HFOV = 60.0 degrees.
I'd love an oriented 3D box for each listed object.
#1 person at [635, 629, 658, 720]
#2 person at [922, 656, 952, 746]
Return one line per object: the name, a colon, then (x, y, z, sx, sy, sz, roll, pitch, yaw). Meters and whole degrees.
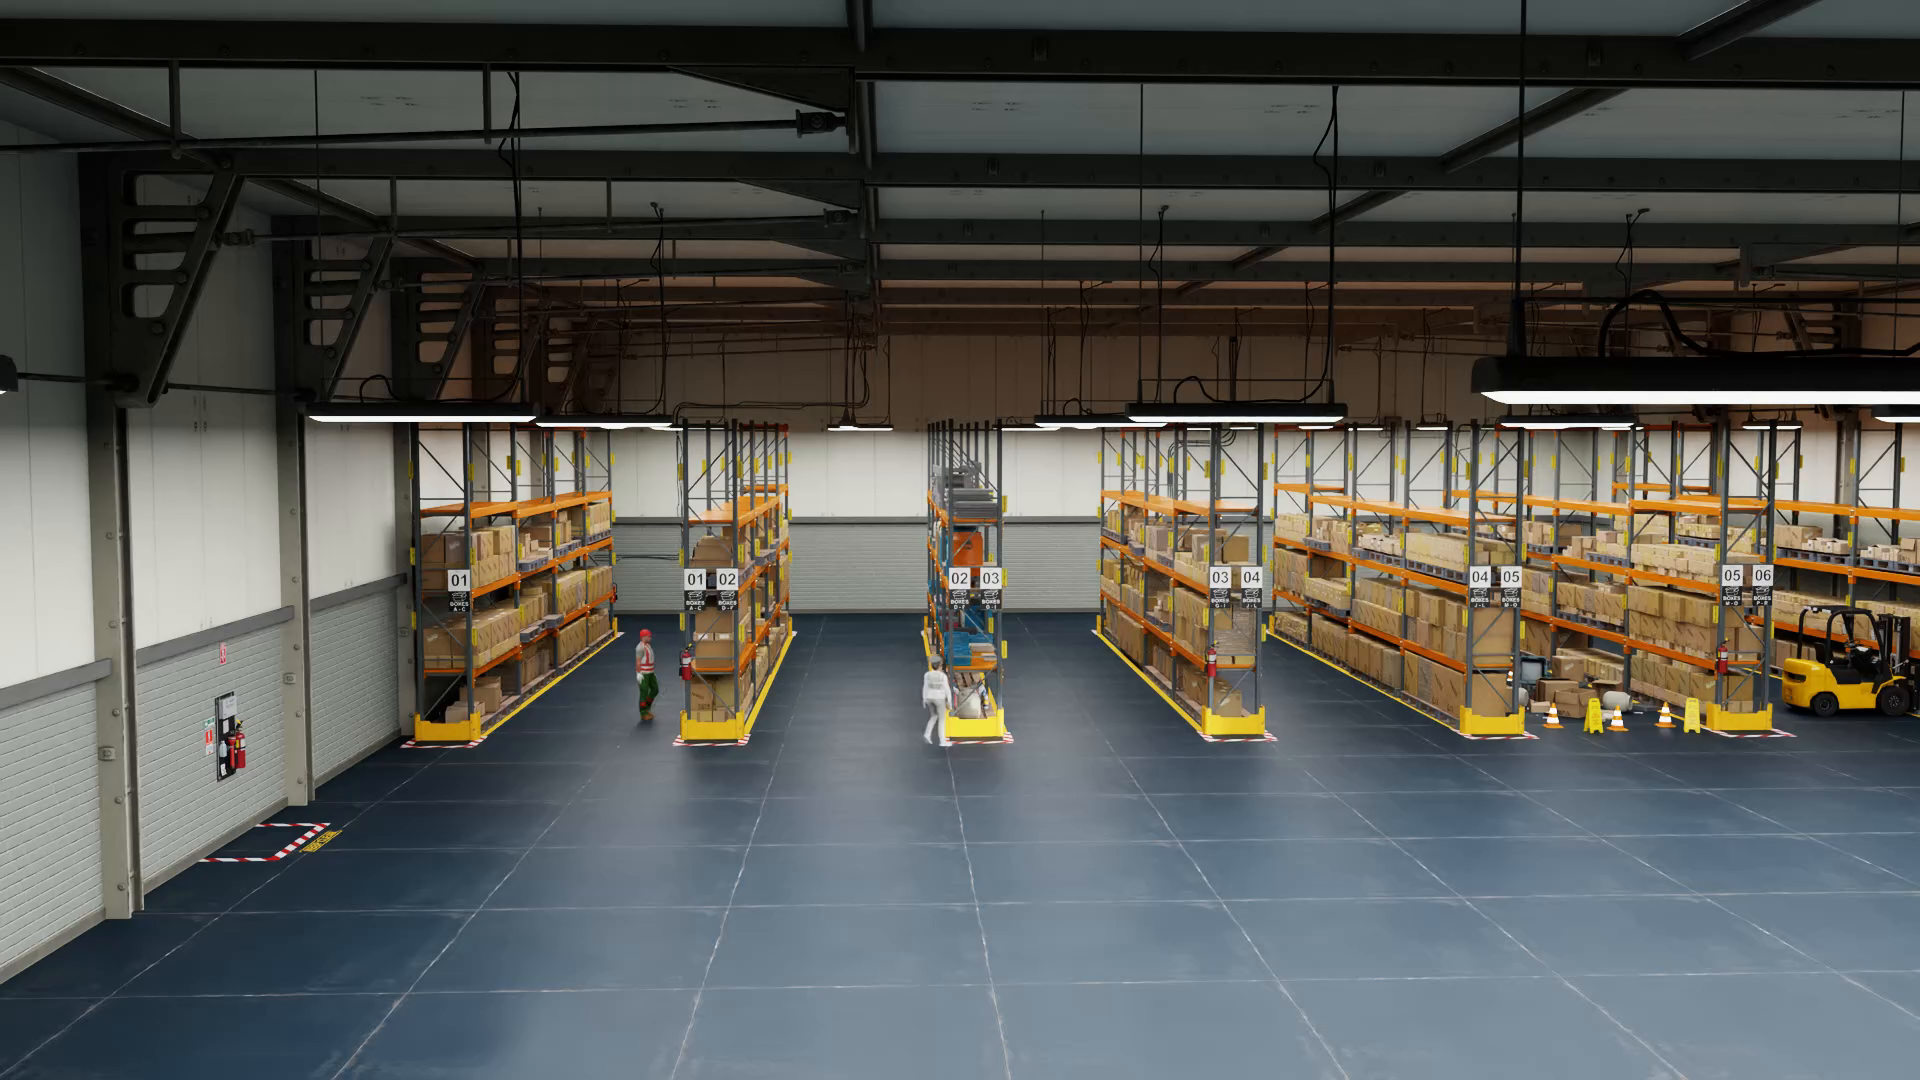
person: (-6.295, 2.691, 33.408, 0.388, 1.795, 0.610, 1, 4, 13)
person: (-0.423, 2.943, 30.387, 0.553, 1.676, 0.521, 3, 5, 38)
